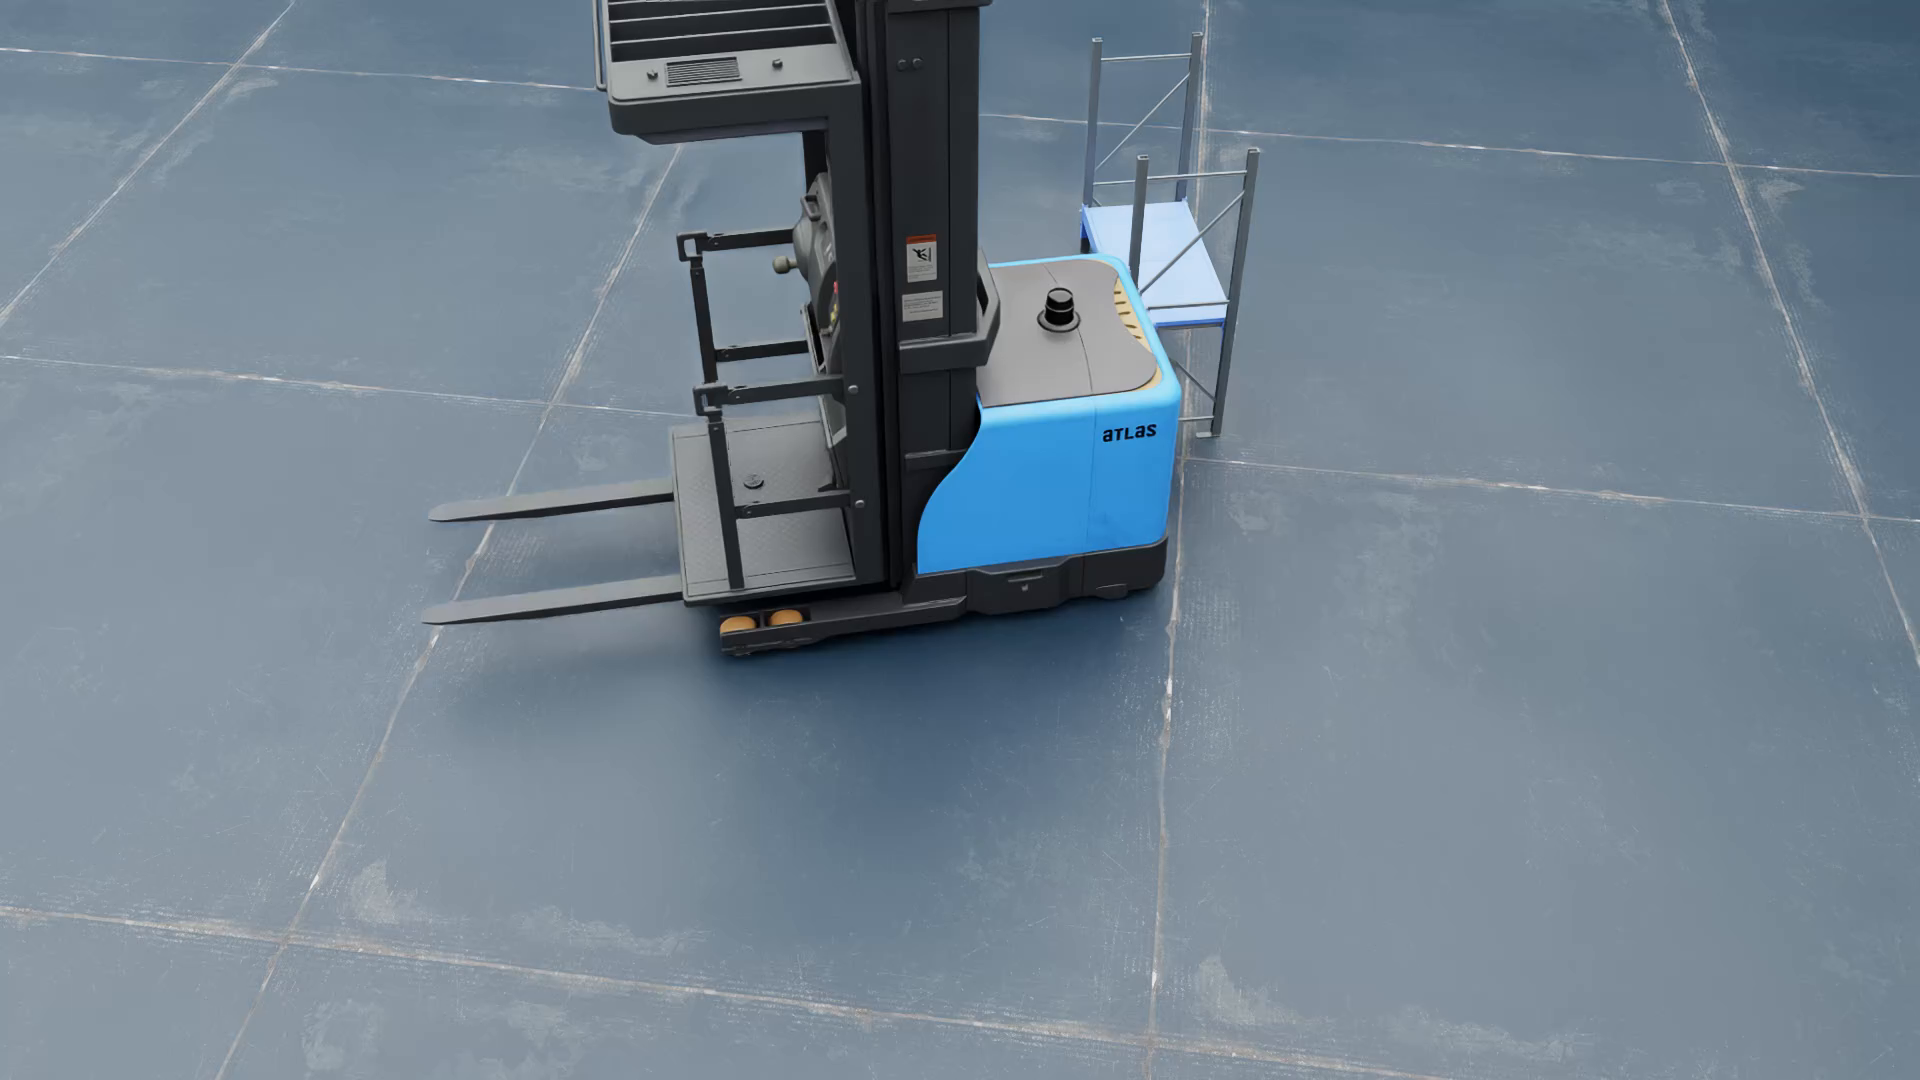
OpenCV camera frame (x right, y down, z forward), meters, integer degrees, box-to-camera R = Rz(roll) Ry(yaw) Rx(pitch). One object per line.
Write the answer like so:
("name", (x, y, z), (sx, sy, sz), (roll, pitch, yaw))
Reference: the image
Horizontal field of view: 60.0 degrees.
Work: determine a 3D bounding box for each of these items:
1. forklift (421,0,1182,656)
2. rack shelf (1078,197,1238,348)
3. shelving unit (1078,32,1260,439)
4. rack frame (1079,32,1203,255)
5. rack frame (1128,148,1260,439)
("forklift", (-0.706, -0.991, 6.165), (3.031, 2.935, 1.130), (-7, 44, -8))
("rack shelf", (0.902, -1.232, 7.722), (0.538, 0.185, 1.000), (-5, 44, -5))
("shelving unit", (0.902, -1.363, 7.599), (0.538, 1.500, 1.048), (-5, 44, -5))
("rack frame", (0.840, -1.710, 7.965), (0.500, 1.500, 0.032), (-5, 44, -5))
("rack frame", (0.965, -1.016, 7.232), (0.500, 1.500, 0.032), (-5, 44, -5))
